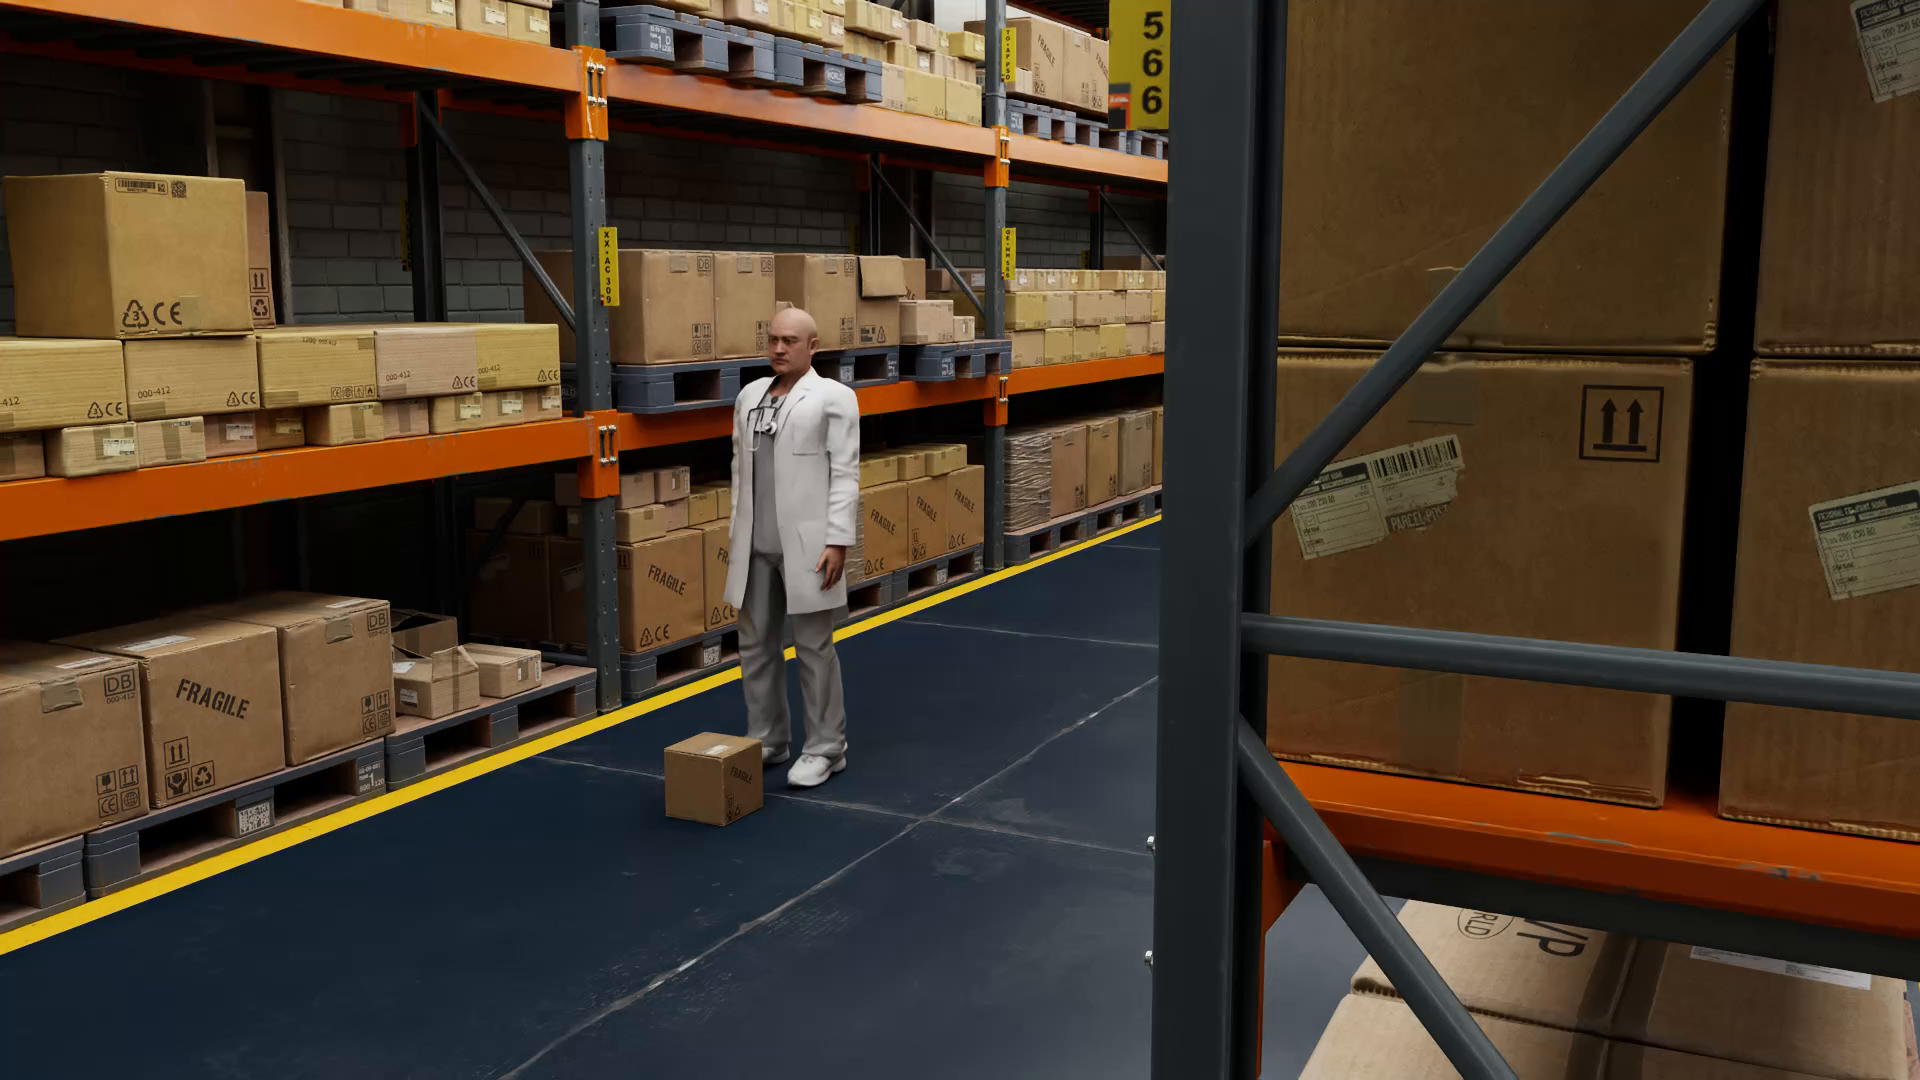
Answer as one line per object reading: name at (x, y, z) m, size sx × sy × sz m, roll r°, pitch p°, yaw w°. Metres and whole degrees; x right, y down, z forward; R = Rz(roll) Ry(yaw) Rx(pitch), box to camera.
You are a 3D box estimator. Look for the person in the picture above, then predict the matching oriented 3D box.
person at (-0.642, 0.026, 6.254) m, size 0.562 × 1.779 × 0.388 m, roll 5°, pitch 10°, yaw 27°
